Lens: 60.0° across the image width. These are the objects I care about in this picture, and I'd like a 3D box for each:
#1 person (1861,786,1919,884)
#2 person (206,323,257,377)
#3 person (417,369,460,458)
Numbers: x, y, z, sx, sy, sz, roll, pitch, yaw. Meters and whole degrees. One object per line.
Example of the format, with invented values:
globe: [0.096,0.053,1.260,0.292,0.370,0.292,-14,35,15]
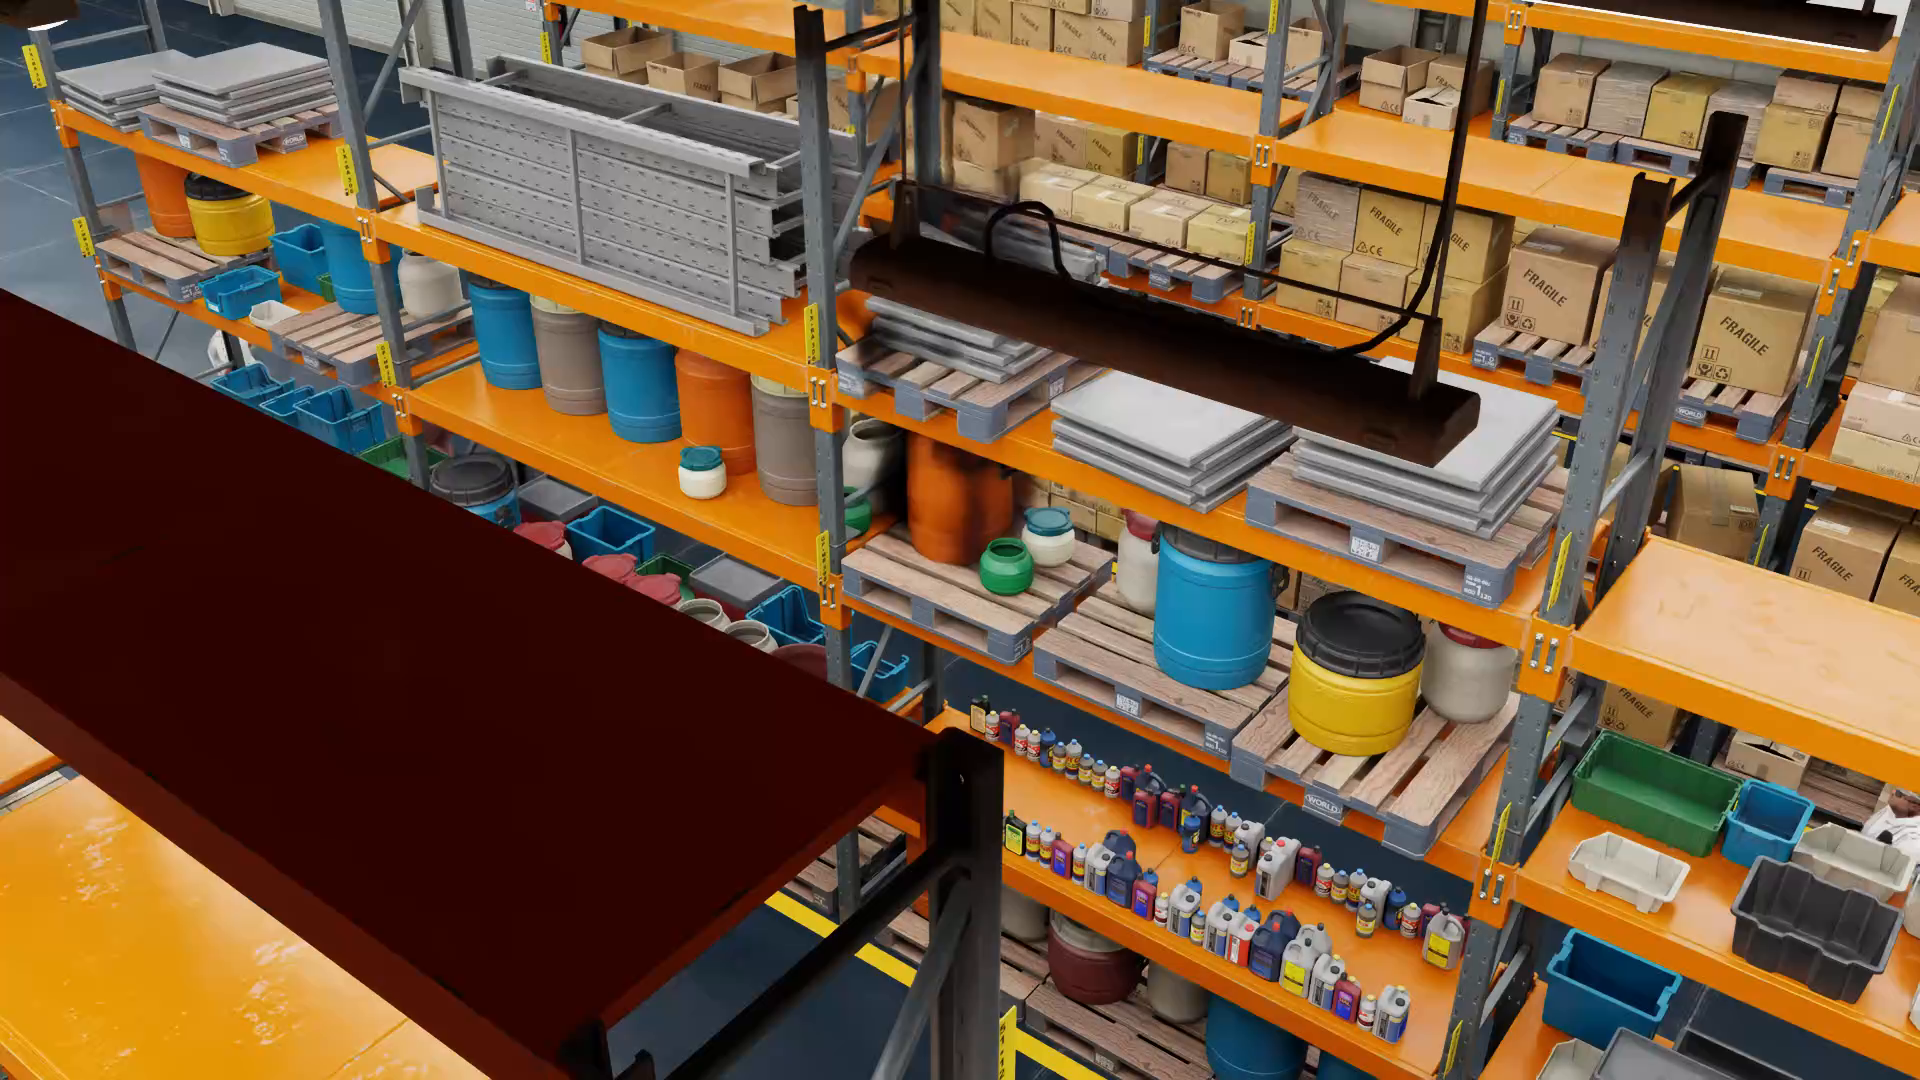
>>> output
person: [5.651,2.118,10.131,0.744,1.746,0.664,12,33,19]
person: [-7.084,-1.586,16.227,0.567,1.705,0.752,4,32,7]
person: [-4.877,-1.191,15.658,0.544,1.633,0.596,16,35,24]
